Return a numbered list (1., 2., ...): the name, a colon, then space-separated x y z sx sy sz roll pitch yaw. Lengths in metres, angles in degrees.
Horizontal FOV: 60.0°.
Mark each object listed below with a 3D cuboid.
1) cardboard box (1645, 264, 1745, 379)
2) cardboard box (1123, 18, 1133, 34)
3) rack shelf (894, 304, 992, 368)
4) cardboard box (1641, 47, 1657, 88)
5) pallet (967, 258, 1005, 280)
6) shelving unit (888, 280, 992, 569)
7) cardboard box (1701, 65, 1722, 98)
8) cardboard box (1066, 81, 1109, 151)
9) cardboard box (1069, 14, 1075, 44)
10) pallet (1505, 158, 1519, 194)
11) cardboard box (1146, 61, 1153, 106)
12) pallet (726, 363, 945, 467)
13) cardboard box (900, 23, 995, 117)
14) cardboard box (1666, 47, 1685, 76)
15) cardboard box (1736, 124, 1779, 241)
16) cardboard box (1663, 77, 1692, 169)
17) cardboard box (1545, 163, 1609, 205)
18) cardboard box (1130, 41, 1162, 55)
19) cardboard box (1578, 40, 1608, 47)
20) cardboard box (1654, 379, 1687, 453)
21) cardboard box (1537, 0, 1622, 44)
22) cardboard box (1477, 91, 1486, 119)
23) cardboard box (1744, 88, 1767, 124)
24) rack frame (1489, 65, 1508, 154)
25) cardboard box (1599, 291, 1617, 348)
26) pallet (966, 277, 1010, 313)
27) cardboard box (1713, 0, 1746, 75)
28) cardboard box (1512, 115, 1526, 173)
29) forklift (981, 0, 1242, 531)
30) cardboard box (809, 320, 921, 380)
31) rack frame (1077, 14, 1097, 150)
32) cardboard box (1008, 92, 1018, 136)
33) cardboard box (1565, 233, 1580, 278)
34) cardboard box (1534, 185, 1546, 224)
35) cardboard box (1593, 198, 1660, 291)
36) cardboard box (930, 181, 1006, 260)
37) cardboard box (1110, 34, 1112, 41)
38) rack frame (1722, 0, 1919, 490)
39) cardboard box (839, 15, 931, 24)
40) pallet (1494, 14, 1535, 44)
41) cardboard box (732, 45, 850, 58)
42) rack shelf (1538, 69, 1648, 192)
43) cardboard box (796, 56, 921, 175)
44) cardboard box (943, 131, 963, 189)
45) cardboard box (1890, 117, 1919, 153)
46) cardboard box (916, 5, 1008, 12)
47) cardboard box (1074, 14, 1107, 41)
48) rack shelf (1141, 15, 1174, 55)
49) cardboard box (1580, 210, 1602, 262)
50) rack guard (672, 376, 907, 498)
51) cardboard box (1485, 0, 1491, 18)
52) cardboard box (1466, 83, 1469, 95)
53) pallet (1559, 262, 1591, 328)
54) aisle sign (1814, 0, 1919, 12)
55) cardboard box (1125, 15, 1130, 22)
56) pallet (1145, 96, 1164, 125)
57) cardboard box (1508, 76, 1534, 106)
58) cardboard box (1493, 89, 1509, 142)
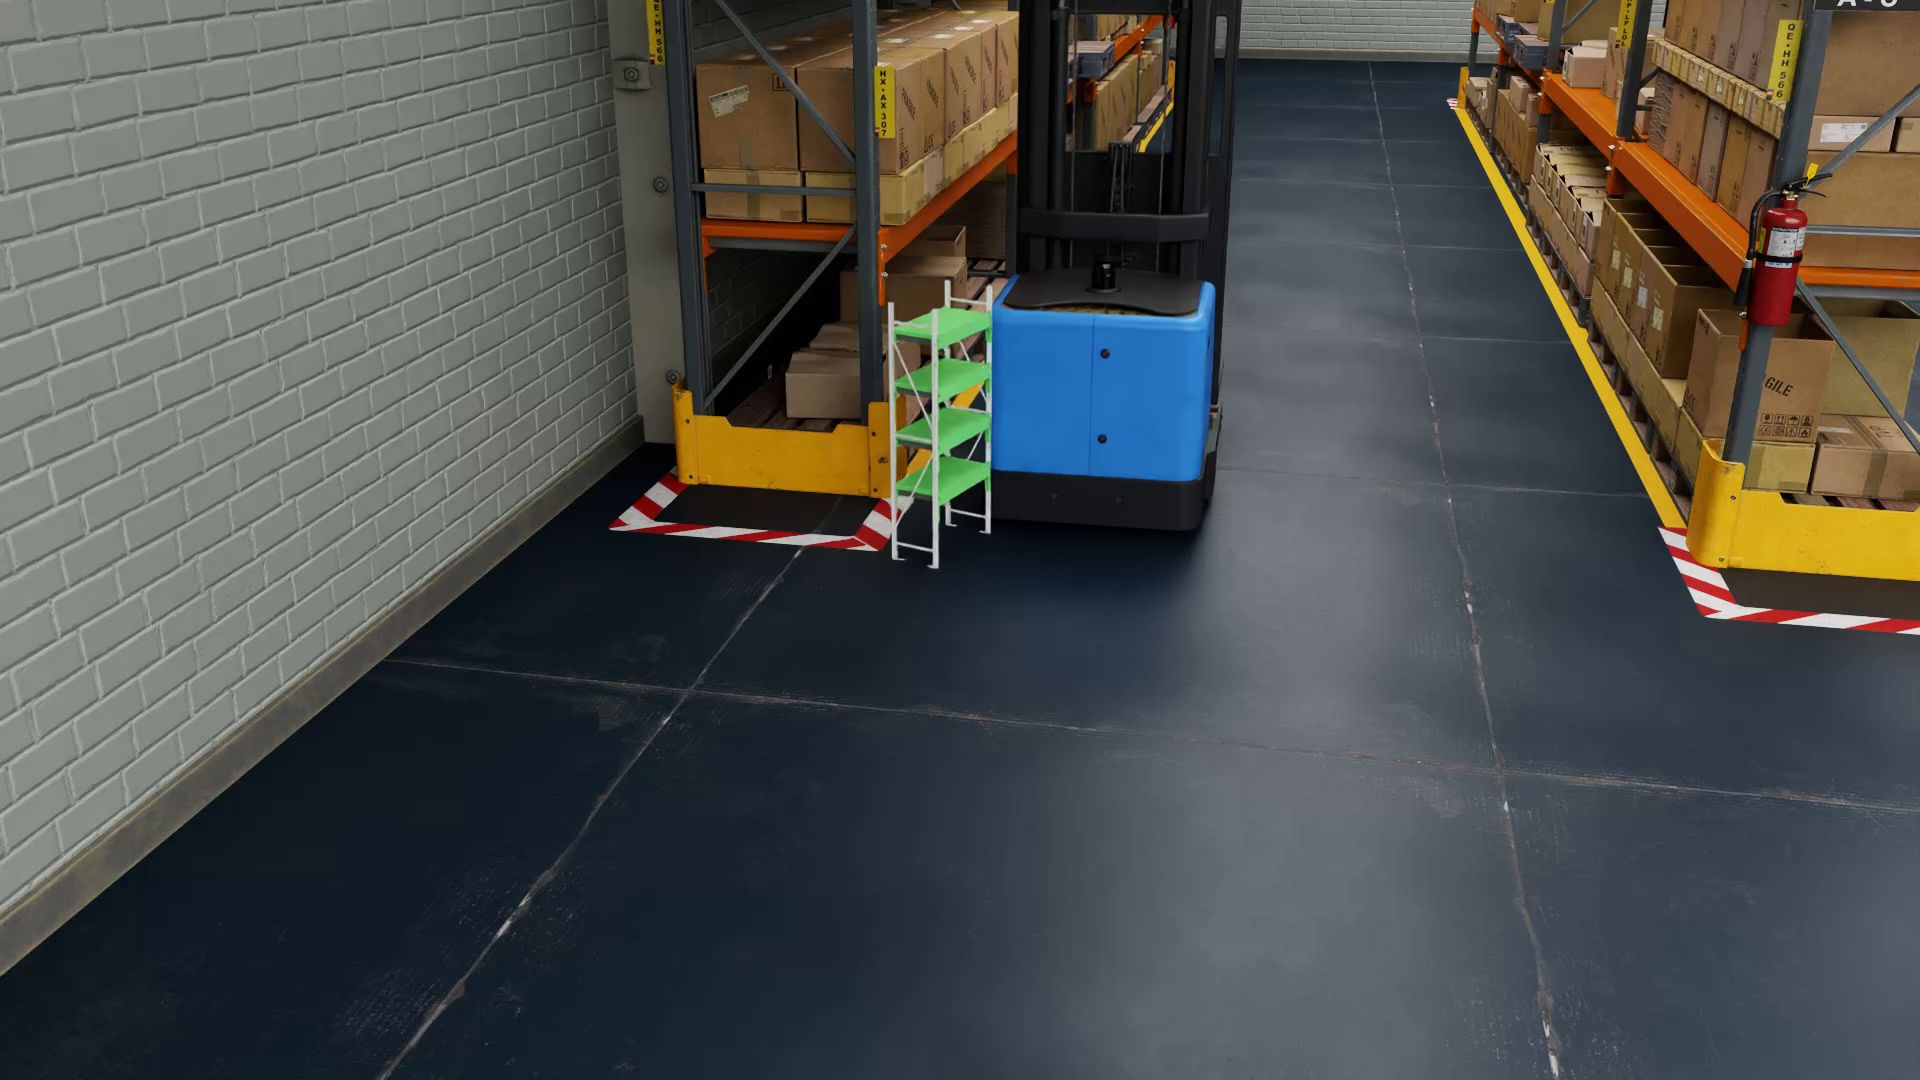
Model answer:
1. cardboard box: 3.973 -1.154 8.818 0.500 0.500 0.500 4 22 11
2. cardboard box: 1.650 -5.527 17.871 0.380 0.149 0.250 4 22 11
3. rack shelf: -0.084 -0.913 7.401 0.258 0.148 0.480 12 25 27
4. cardboard box: 5.062 -3.282 11.855 0.500 0.500 0.500 6 23 15
5. pallet: 0.089 -2.131 12.863 1.003 0.211 1.213 4 22 11
6. shelving unit: -0.084 -0.527 7.556 0.258 1.200 0.503 12 25 27
7. cardboard box: 4.225 -2.461 8.946 0.380 0.149 0.250 4 22 10
8. cardboard box: 1.026 -4.059 16.233 0.750 0.750 0.750 4 22 10
9. cardboard box: 0.661 -4.681 14.738 0.700 0.500 0.500 2 22 5
10. pallet: 6.038 -3.648 16.629 1.003 0.211 1.213 4 22 11
11. cardboard box: 2.029 -5.738 20.869 0.700 0.500 0.500 5 22 12
12. pallet: -0.669 -0.706 9.324 1.003 0.211 1.213 4 22 11
13. cardboard box: -0.072 -2.865 10.122 0.500 0.500 0.500 4 22 9
14. cardboard box: 4.435 -2.841 9.891 0.380 0.149 0.250 4 22 10
15. cardboard box: 4.176 -1.709 7.949 0.700 0.500 0.500 5 22 12
16. cardboard box: 4.596 -2.454 9.798 0.700 0.500 0.500 4 22 10
17. cardboard box: 4.998 -2.858 13.302 0.500 0.311 0.500 4 22 9
18. cardboard box: 2.436 -6.447 21.761 0.380 0.149 0.250 5 22 12
19. cardboard box: 5.481 -4.056 14.028 0.500 0.311 0.500 6 23 14
20. cardboard box: 3.876 -0.623 8.503 0.500 0.250 0.500 4 22 11
21. cardboard box: 5.616 -4.707 14.829 0.700 0.500 0.500 -3 22 -7
22. cardboard box: 6.406 -5.151 19.638 0.500 0.311 0.500 4 22 11
23. cardboard box: 4.014 -2.084 8.010 0.380 0.149 0.250 5 22 12
24. rack frame: 6.414 -5.690 17.965 1.000 3.000 0.127 4 22 11
25. cardboard box: 4.283 -1.354 10.319 0.500 0.250 0.500 4 22 11
26. pallet: -0.171 -1.598 11.539 1.003 0.211 1.213 4 22 11
27. cardboard box: 4.390 -2.698 8.668 0.700 0.500 0.500 4 22 11
28. cardboard box: 5.665 -3.820 16.081 0.500 0.500 0.500 4 22 9
29. forklift: 0.878 -1.920 8.697 1.130 2.935 3.031 4 22 10
30. cardboard box: -0.539 -1.089 9.552 0.500 0.311 0.500 6 23 15
31. rack frame: 0.748 -4.603 15.267 1.000 3.000 0.127 4 22 11
32. cardboard box: 0.131 -2.883 11.172 0.500 0.250 0.500 5 22 11
33. cardboard box: 4.687 -2.042 12.026 0.500 0.250 0.500 4 22 10
34. cardboard box: 5.102 -2.793 13.892 0.500 0.250 0.500 4 22 9
35. cardboard box: 4.380 -1.885 10.634 0.500 0.500 0.500 4 22 11
36. cardboard box: 0.065 -2.455 12.691 0.700 0.500 0.500 5 23 13
37. cardboard box: 1.344 -5.160 16.961 0.380 0.149 0.250 5 22 11
38. rack frame: 3.965 -1.301 7.068 1.000 3.000 0.127 4 22 11
39. cardboard box: -0.478 -3.083 10.663 0.500 0.500 0.500 4 22 11
40. pallet: 6.144 -5.317 17.296 1.003 0.211 1.213 4 22 11
41. cardboard box: -0.884 -2.337 8.810 0.500 0.500 0.500 5 22 12
42. rack shelf: 5.190 -3.161 12.651 1.077 0.370 4.000 4 22 11
43. cardboard box: -0.493 -2.116 8.263 0.500 0.500 0.500 4 22 11
44. cardboard box: -0.273 -2.148 9.346 0.500 0.250 0.500 4 22 10
45. cardboard box: 4.256 -1.775 7.244 0.380 0.149 0.250 4 22 11
46. cardboard box: 0.069 -3.574 11.990 0.700 0.500 0.500 5 22 11
47. cardboard box: 1.097 -4.955 15.582 0.500 0.500 0.500 5 22 13
48. rack shelf: 1.972 -6.464 20.850 1.077 0.370 4.000 4 22 11
49. cardboard box: 4.584 -2.113 11.453 0.500 0.311 0.500 4 22 11
50. rack guard: -0.869 -0.545 8.539 1.175 0.500 0.348 4 22 11
51. cardboard box: 6.573 -6.501 19.848 0.500 0.500 0.500 5 22 12
52. cardboard box: 6.757 -5.824 21.503 0.380 0.166 0.250 4 22 11
53. pallet: 4.894 -1.743 11.898 1.003 0.211 1.213 4 22 11
54. aisle sign: 3.664 -2.505 6.579 0.394 0.787 0.004 4 22 11
55. cardboard box: 1.511 -5.701 17.435 0.500 0.500 0.500 4 22 11
56. pallet: 2.042 -5.492 21.207 1.003 0.211 1.213 4 22 11
57. cardboard box: 5.873 -4.558 16.909 0.500 0.250 0.500 5 22 11
58. cardboard box: 6.077 -4.576 17.957 0.500 0.500 0.500 3 22 8
